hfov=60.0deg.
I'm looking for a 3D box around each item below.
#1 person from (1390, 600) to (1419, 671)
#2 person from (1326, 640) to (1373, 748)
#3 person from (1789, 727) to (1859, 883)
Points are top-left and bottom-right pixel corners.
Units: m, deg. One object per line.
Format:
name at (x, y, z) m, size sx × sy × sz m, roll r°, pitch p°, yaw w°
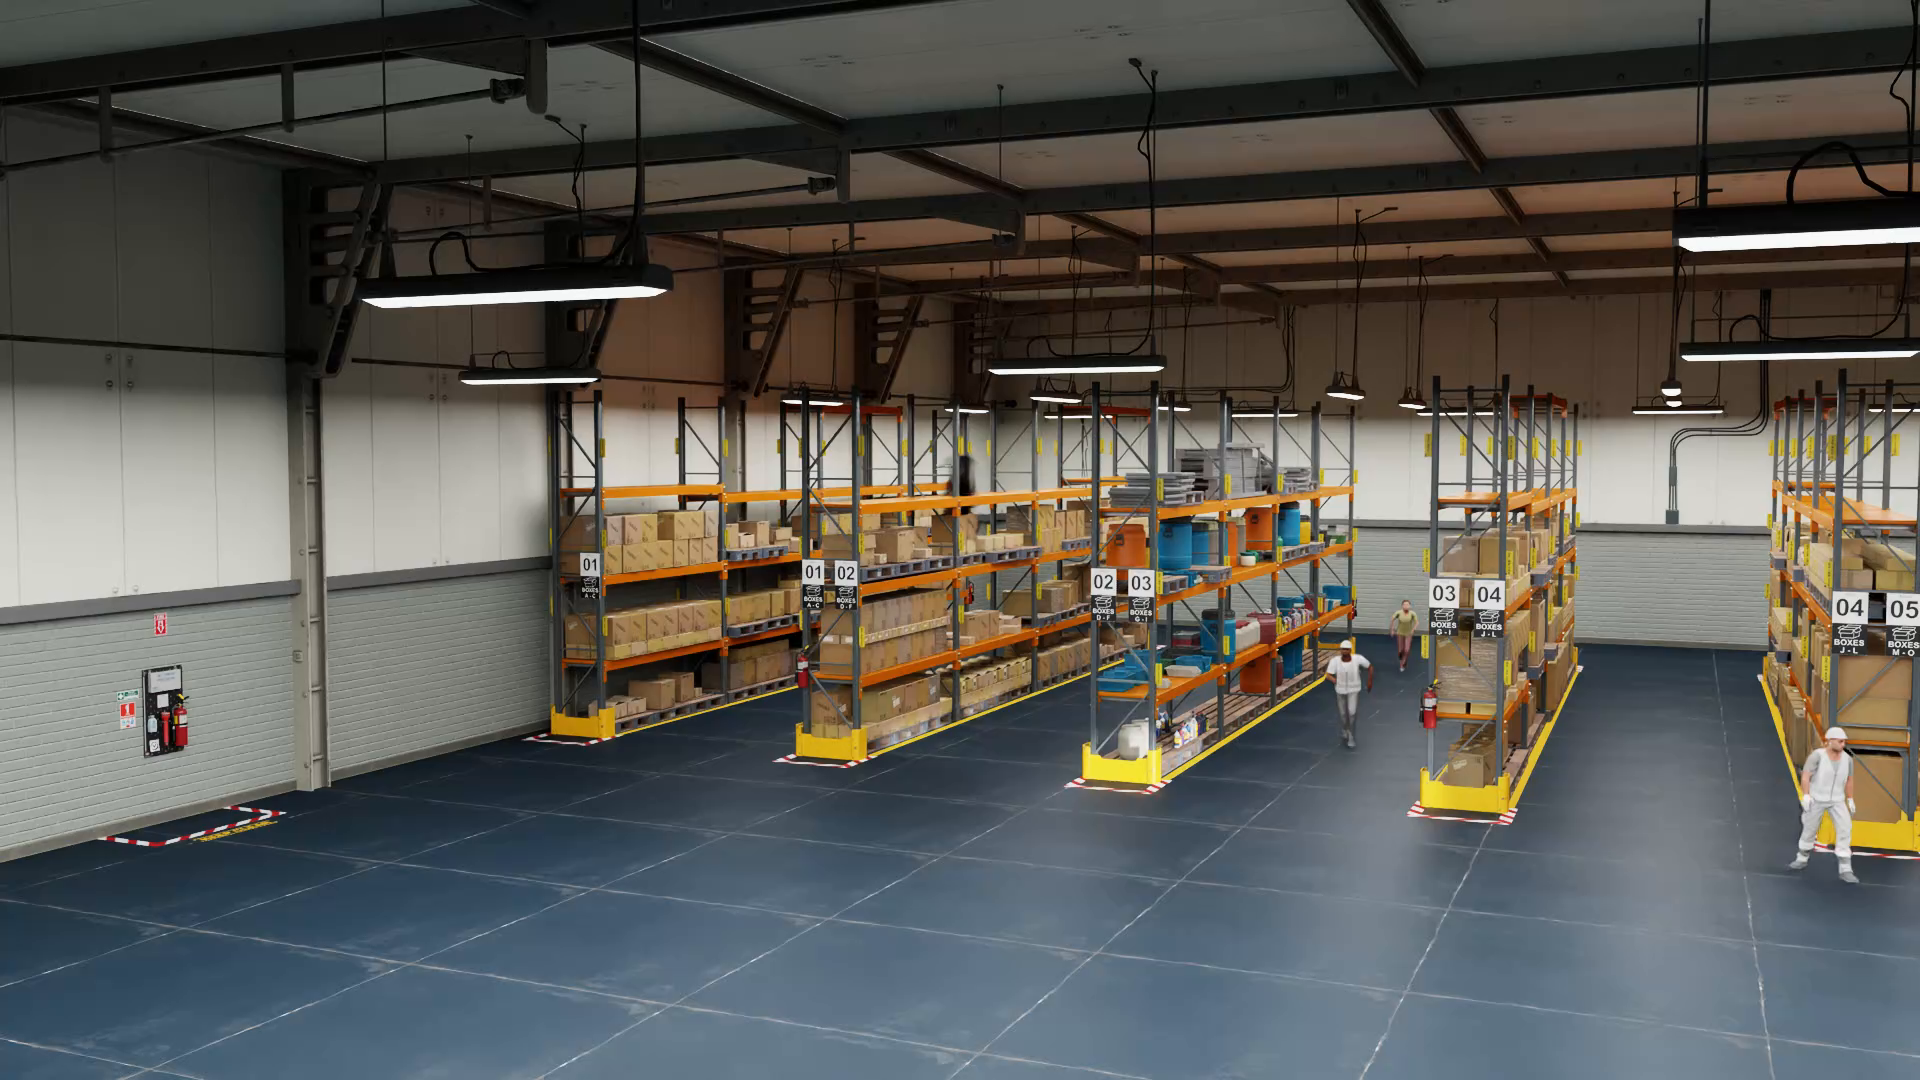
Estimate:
person at (10.000, 2.140, 37.403) m, size 0.604 × 1.622 × 0.633 m, roll 1°, pitch 3°, yaw 9°
person at (6.541, 2.584, 27.979) m, size 0.739 × 1.812 × 0.831 m, roll 1°, pitch 3°, yaw 22°
person at (10.084, 3.037, 19.309) m, size 0.700 × 1.734 × 0.899 m, roll 0°, pitch 3°, yaw 5°
